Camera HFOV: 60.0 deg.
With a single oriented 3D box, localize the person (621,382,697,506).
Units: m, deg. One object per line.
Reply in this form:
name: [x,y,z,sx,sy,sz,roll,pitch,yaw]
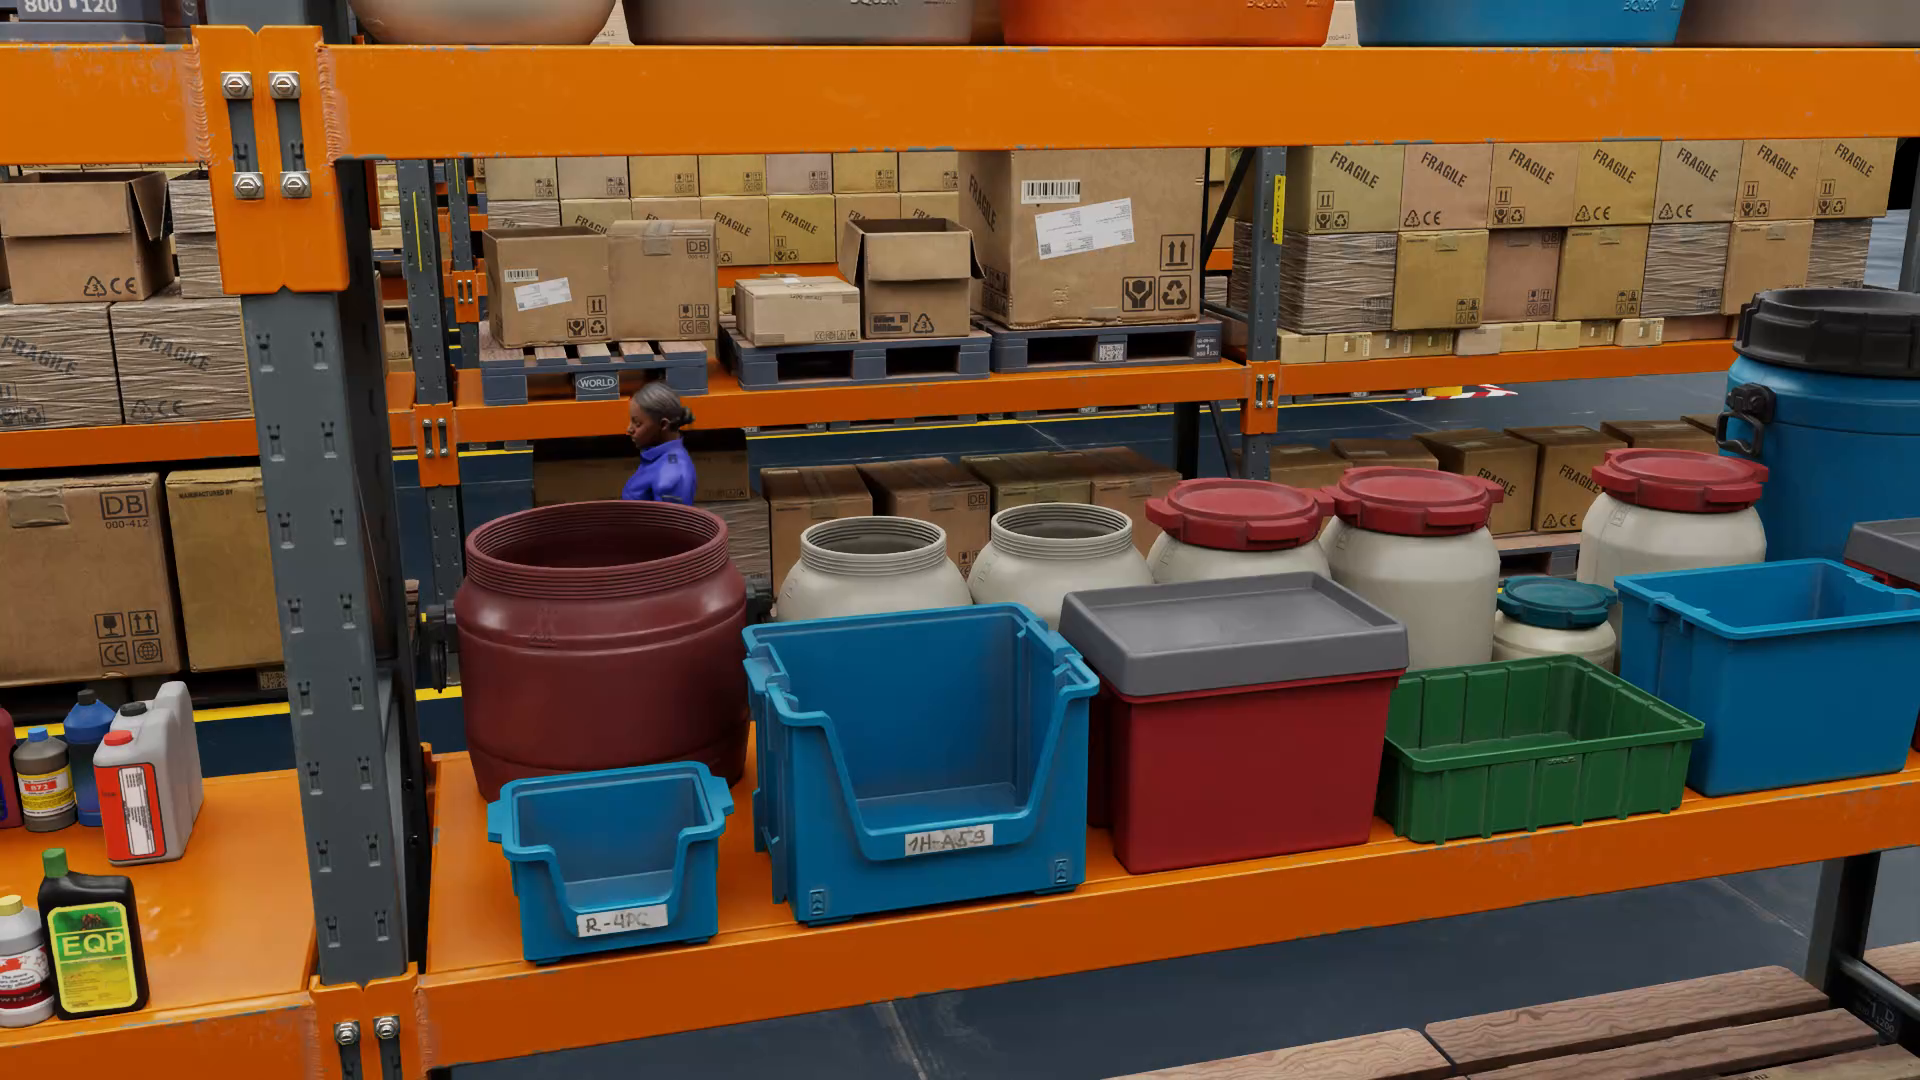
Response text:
person: [-1.118,0.179,6.295,0.292,1.580,0.437,-4,17,-14]
